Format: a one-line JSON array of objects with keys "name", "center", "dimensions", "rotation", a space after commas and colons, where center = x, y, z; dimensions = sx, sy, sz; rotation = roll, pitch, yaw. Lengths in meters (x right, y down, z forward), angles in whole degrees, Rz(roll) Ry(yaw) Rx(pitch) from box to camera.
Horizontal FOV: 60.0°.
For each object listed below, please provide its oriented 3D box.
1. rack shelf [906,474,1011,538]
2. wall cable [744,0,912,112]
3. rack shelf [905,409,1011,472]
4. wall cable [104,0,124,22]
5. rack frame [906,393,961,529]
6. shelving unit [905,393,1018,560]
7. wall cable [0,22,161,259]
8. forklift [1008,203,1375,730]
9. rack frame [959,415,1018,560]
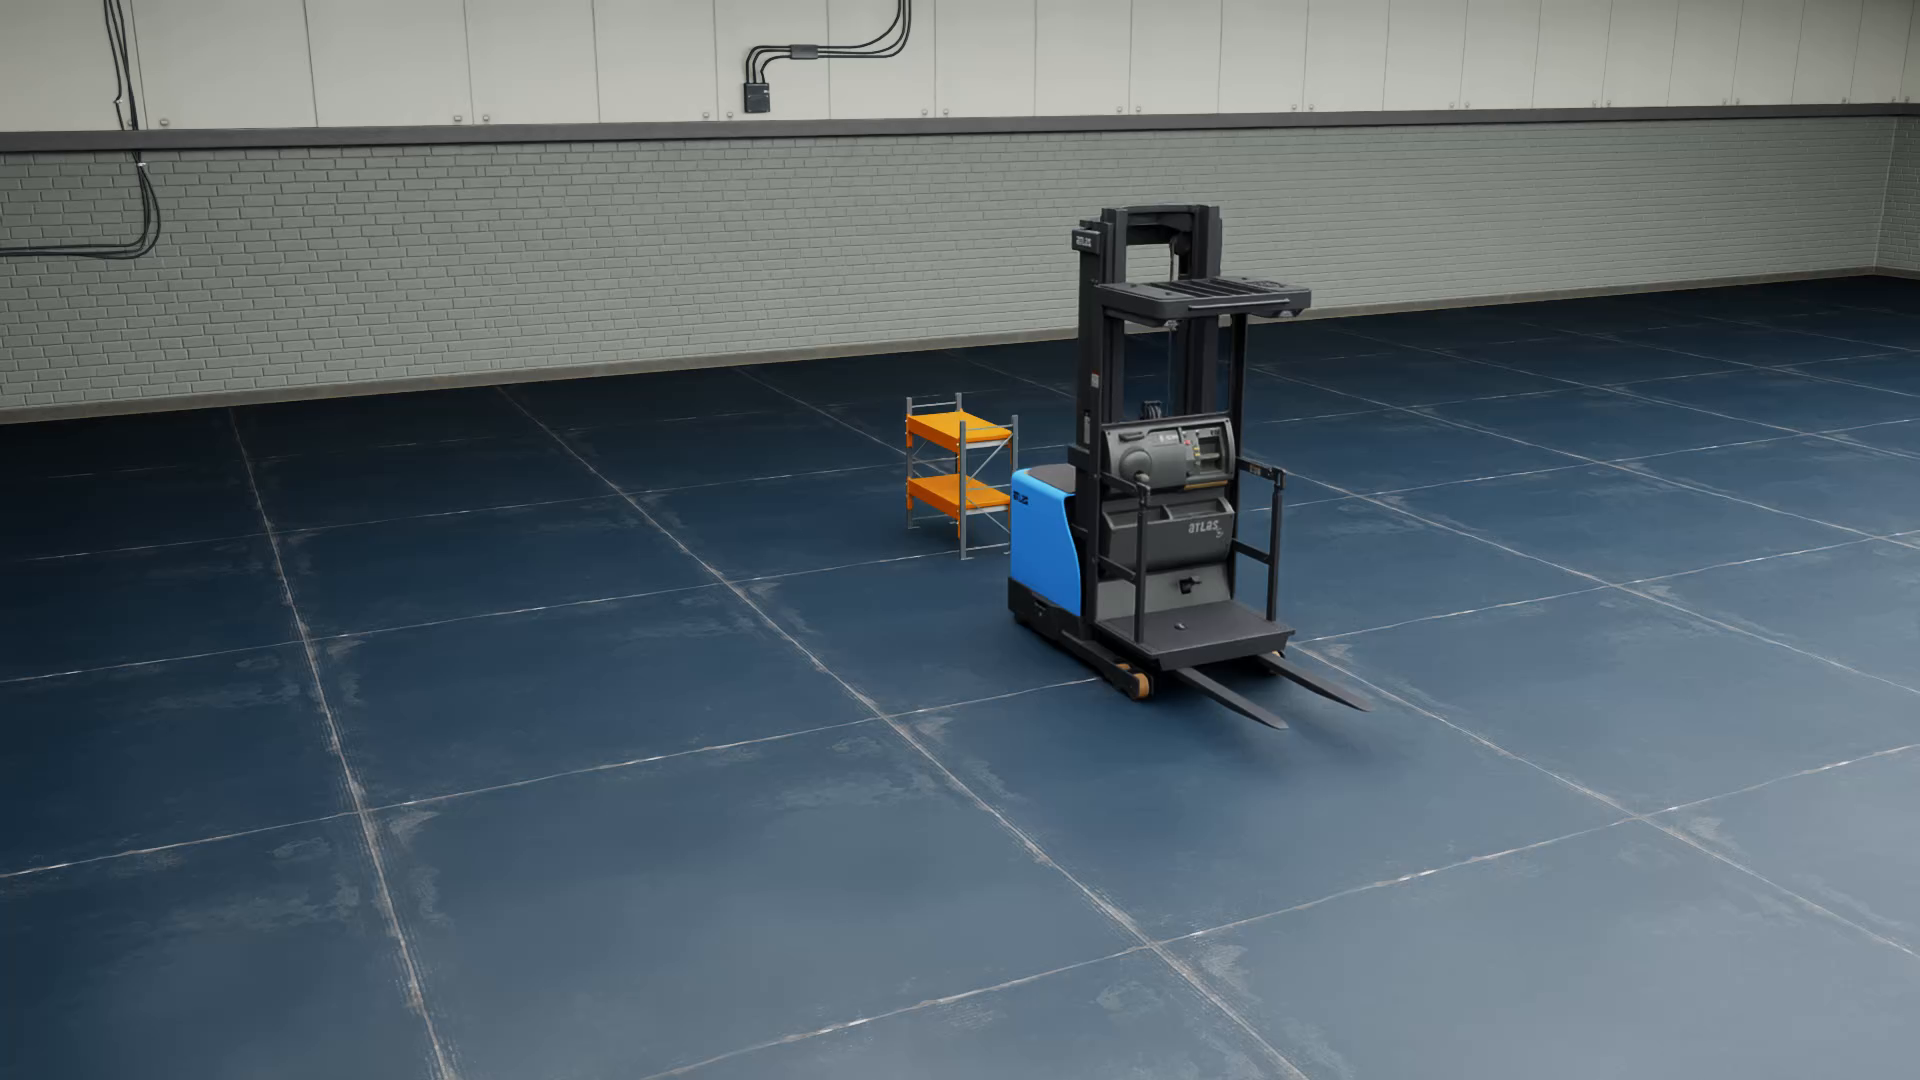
[{"name": "rack shelf", "center": [0.003, -0.304, 13.657], "dimensions": [0.538, 0.278, 1.000], "rotation": [-8, 18, -25]}, {"name": "wall cable", "center": [-1.644, -8.393, 20.517], "dimensions": [2.305, 6.003, 0.169], "rotation": [-8, 18, -25]}, {"name": "rack shelf", "center": [0.003, -0.820, 13.509], "dimensions": [0.538, 0.278, 1.000], "rotation": [-8, 18, -25]}, {"name": "wall cable", "center": [-7.753, -6.877, 17.873], "dimensions": [3.097, 2.526, 0.112], "rotation": [-8, 18, -25]}, {"name": "rack frame", "center": [-0.220, -0.665, 14.029], "dimensions": [0.500, 1.125, 0.032], "rotation": [-8, 18, -25]}, {"name": "shelving unit", "center": [0.003, -0.539, 13.590], "dimensions": [0.538, 1.125, 1.048], "rotation": [-8, 18, -25]}, {"name": "wall cable", "center": [-10.185, -4.122, 17.431], "dimensions": [3.097, 2.526, 0.112], "rotation": [-8, 18, -25]}, {"name": "forklift", "center": [1.432, -0.557, 10.376], "dimensions": [1.130, 2.935, 3.031], "rotation": [-8, 18, -25]}, {"name": "rack frame", "center": [0.226, -0.413, 13.150], "dimensions": [0.500, 1.125, 0.032], "rotation": [-8, 18, -25]}]
